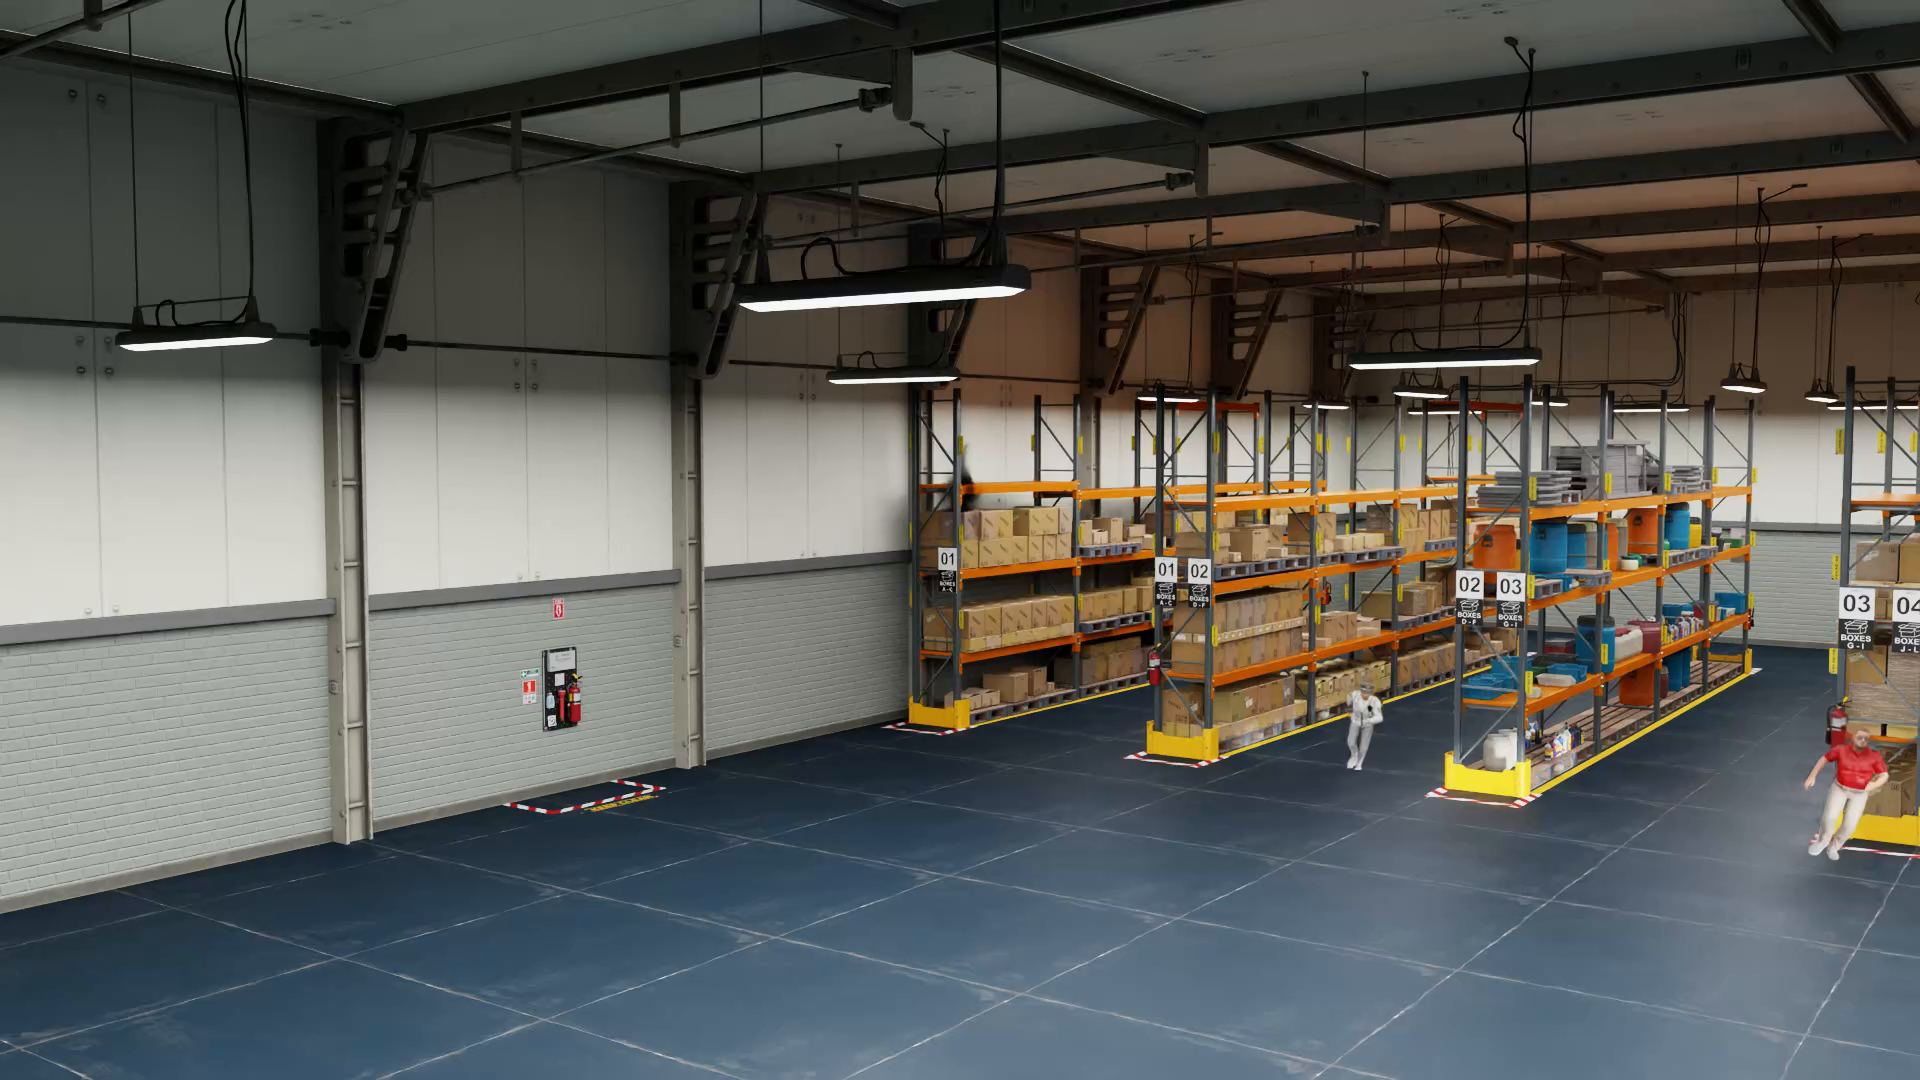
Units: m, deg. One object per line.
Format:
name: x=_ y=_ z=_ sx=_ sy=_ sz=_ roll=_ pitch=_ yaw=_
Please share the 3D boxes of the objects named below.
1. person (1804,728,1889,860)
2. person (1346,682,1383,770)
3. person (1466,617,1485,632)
person: x=10.663 y=3.075 z=19.972 sx=0.863 sy=1.659 sz=0.663 roll=1 pitch=3 yaw=19
person: x=6.131 y=2.834 z=25.260 sx=0.572 sy=1.431 sz=0.958 roll=1 pitch=3 yaw=17
person: x=12.594 y=1.860 z=41.170 sx=0.543 sy=1.654 sz=0.738 roll=-2 pitch=4 yaw=-27
